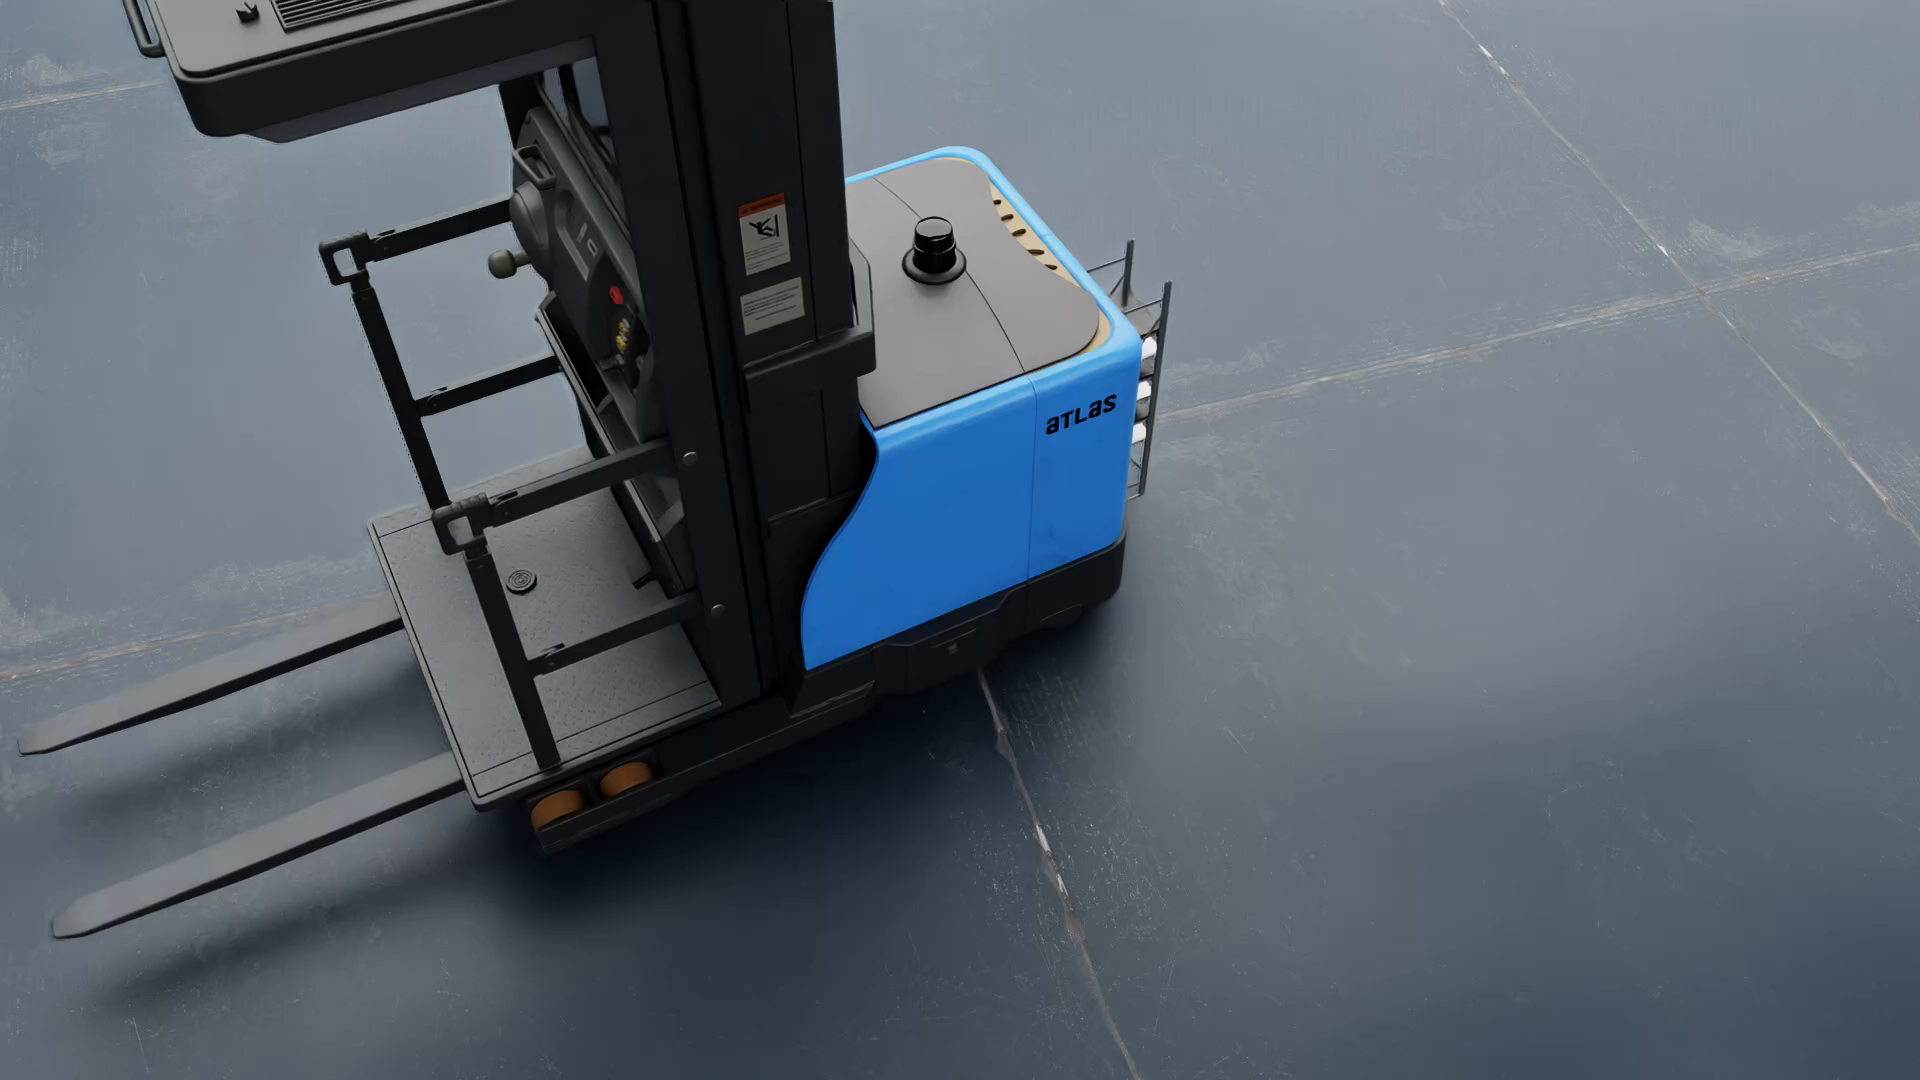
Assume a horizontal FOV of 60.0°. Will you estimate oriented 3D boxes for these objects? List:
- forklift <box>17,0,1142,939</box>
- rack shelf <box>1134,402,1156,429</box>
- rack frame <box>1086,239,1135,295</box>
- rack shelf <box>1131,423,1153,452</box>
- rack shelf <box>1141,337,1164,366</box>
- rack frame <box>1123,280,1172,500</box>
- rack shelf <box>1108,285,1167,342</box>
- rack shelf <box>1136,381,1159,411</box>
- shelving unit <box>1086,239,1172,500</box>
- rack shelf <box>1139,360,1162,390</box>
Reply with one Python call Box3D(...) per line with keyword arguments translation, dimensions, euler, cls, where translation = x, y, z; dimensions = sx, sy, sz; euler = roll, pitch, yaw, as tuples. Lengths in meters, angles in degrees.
Box3D(translation=(-1.058, -0.572, 3.816), dimensions=(3.031, 2.935, 1.130), euler=(-22, 53, -17), cls="forklift")
Box3D(translation=(0.443, -0.388, 5.150), dimensions=(0.258, 0.077, 0.200), euler=(-22, 53, -17), cls="rack shelf")
Box3D(translation=(0.396, -0.537, 5.113), dimensions=(0.240, 0.900, 0.006), euler=(-22, 53, -17), cls="rack frame")
Box3D(translation=(0.442, -0.330, 5.218), dimensions=(0.258, 0.077, 0.200), euler=(-22, 53, -17), cls="rack shelf")
Box3D(translation=(0.443, -0.562, 4.943), dimensions=(0.258, 0.077, 0.200), euler=(-22, 53, -17), cls="rack shelf")
Box3D(translation=(0.490, -0.399, 4.997), dimensions=(0.240, 0.900, 0.006), euler=(-22, 53, -17), cls="rack frame")
Box3D(translation=(0.444, -0.621, 4.875), dimensions=(0.258, 0.077, 0.200), euler=(-22, 53, -17), cls="rack shelf")
Box3D(translation=(0.443, -0.446, 5.081), dimensions=(0.258, 0.077, 0.200), euler=(-22, 53, -17), cls="rack shelf")
Box3D(translation=(0.443, -0.468, 5.055), dimensions=(0.258, 0.900, 0.210), euler=(-22, 53, -17), cls="shelving unit")
Box3D(translation=(0.443, -0.504, 5.012), dimensions=(0.258, 0.077, 0.200), euler=(-22, 53, -17), cls="rack shelf")
